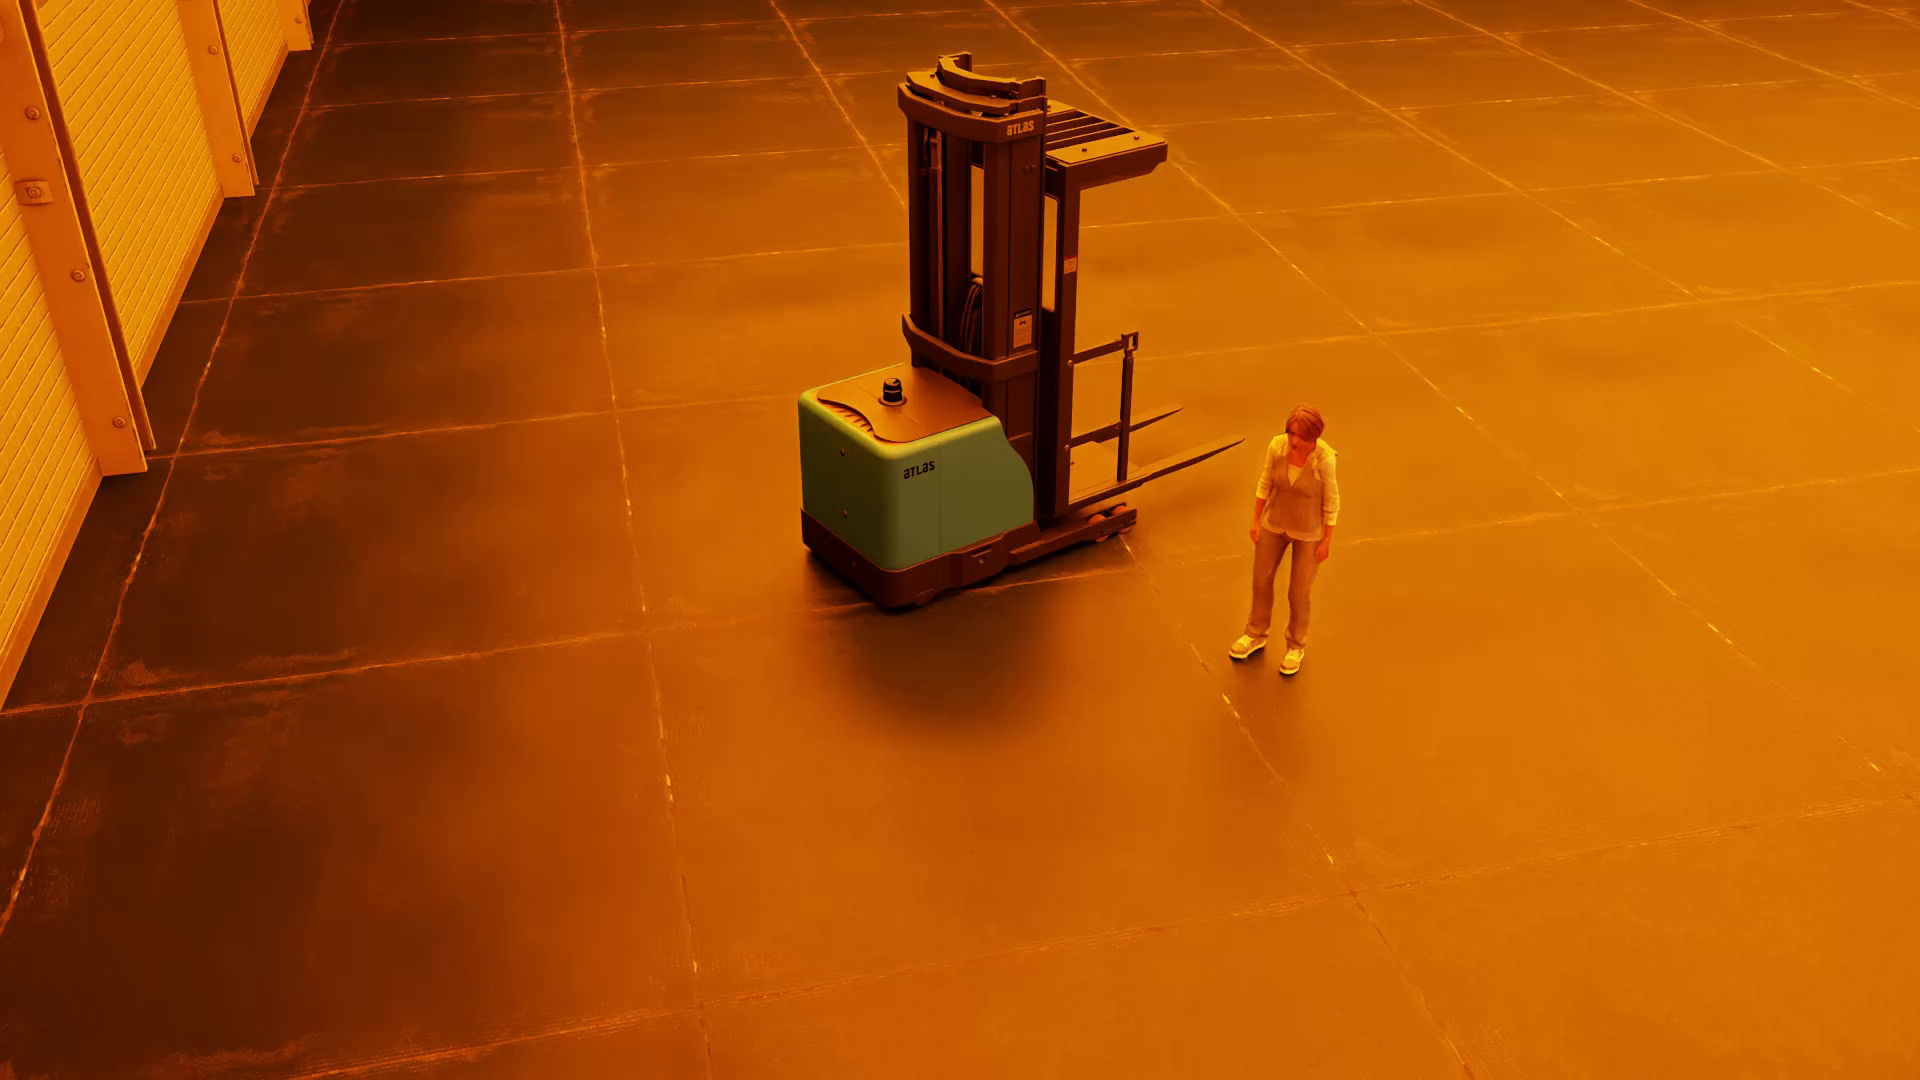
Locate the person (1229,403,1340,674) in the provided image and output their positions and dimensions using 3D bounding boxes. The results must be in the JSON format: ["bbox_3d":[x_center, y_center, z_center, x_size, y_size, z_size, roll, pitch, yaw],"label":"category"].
[{"bbox_3d":[1.785,-0.031,8.968,0.470,1.590,0.349,18,35,28],"label":"person"}]

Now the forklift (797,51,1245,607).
[{"bbox_3d":[0.510,-1.454,10.086,3.031,2.935,1.130,-20,36,-31],"label":"forklift"}]
